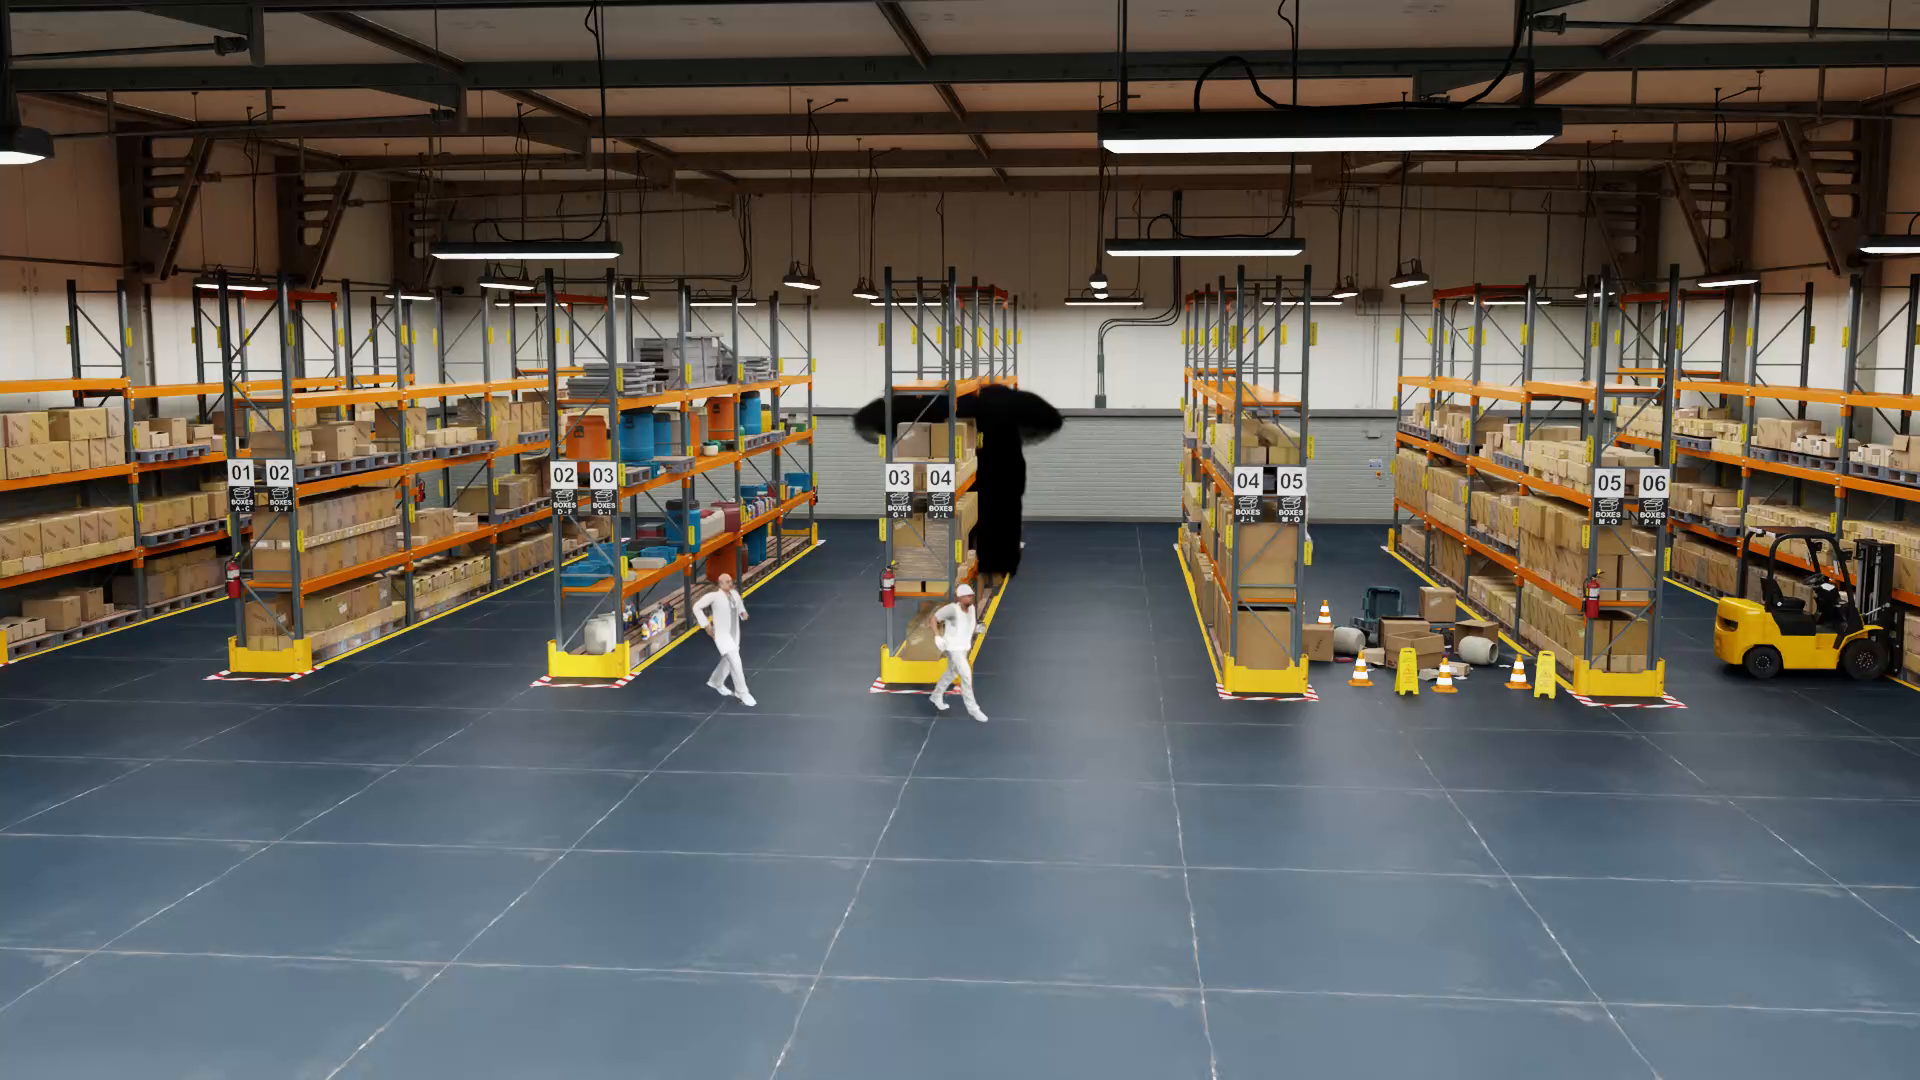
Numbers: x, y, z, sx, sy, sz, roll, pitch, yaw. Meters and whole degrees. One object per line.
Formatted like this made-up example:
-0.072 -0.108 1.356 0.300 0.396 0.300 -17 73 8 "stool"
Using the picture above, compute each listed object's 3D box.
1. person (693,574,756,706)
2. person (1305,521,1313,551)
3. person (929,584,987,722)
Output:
-3.240 1.352 22.834 0.940 1.812 0.785 5 9 36 "person"
7.851 -0.592 38.894 0.619 1.723 0.972 -5 9 -37 "person"
-0.040 1.447 21.882 1.044 1.761 0.745 5 9 37 "person"
